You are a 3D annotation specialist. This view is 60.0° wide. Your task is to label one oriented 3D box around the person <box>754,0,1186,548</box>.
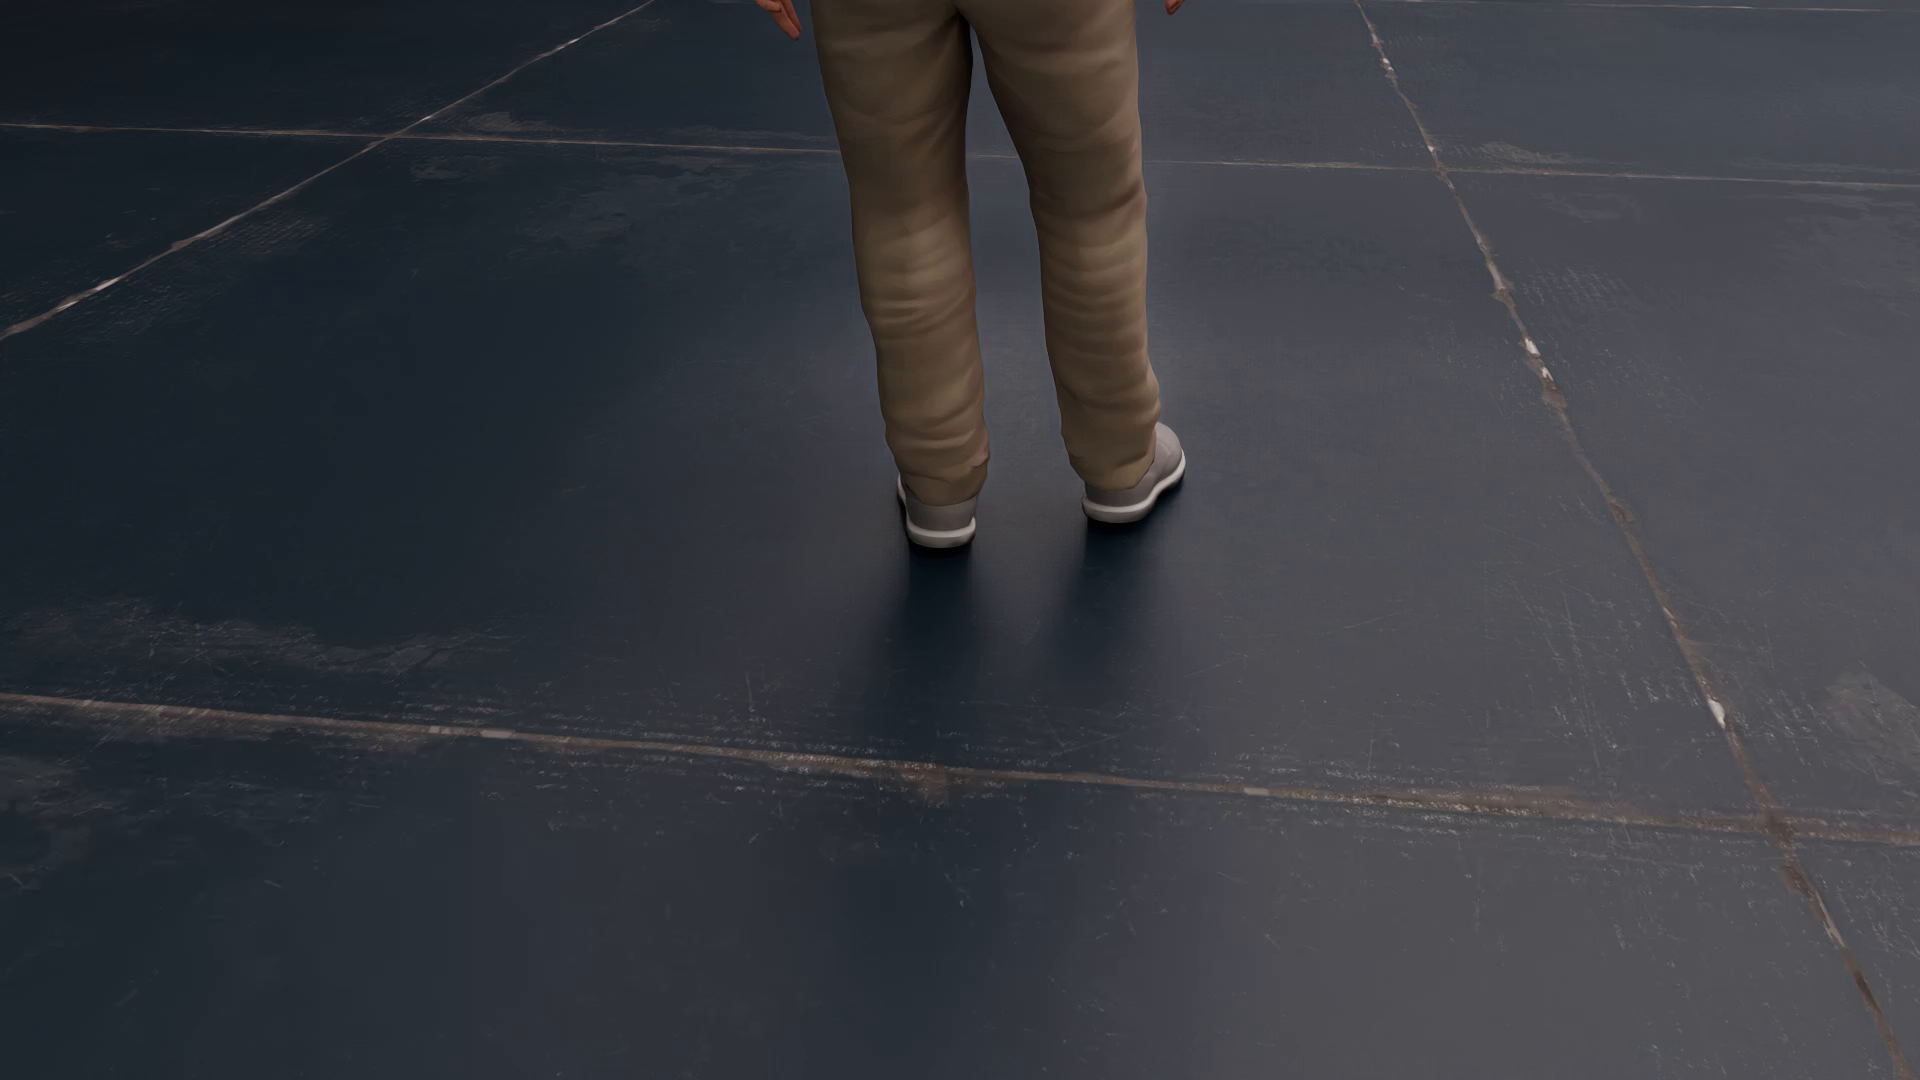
[{"bbox_3d":[0.023,-0.820,2.189,0.641,1.728,0.550,3,27,7],"label":"person"}]
